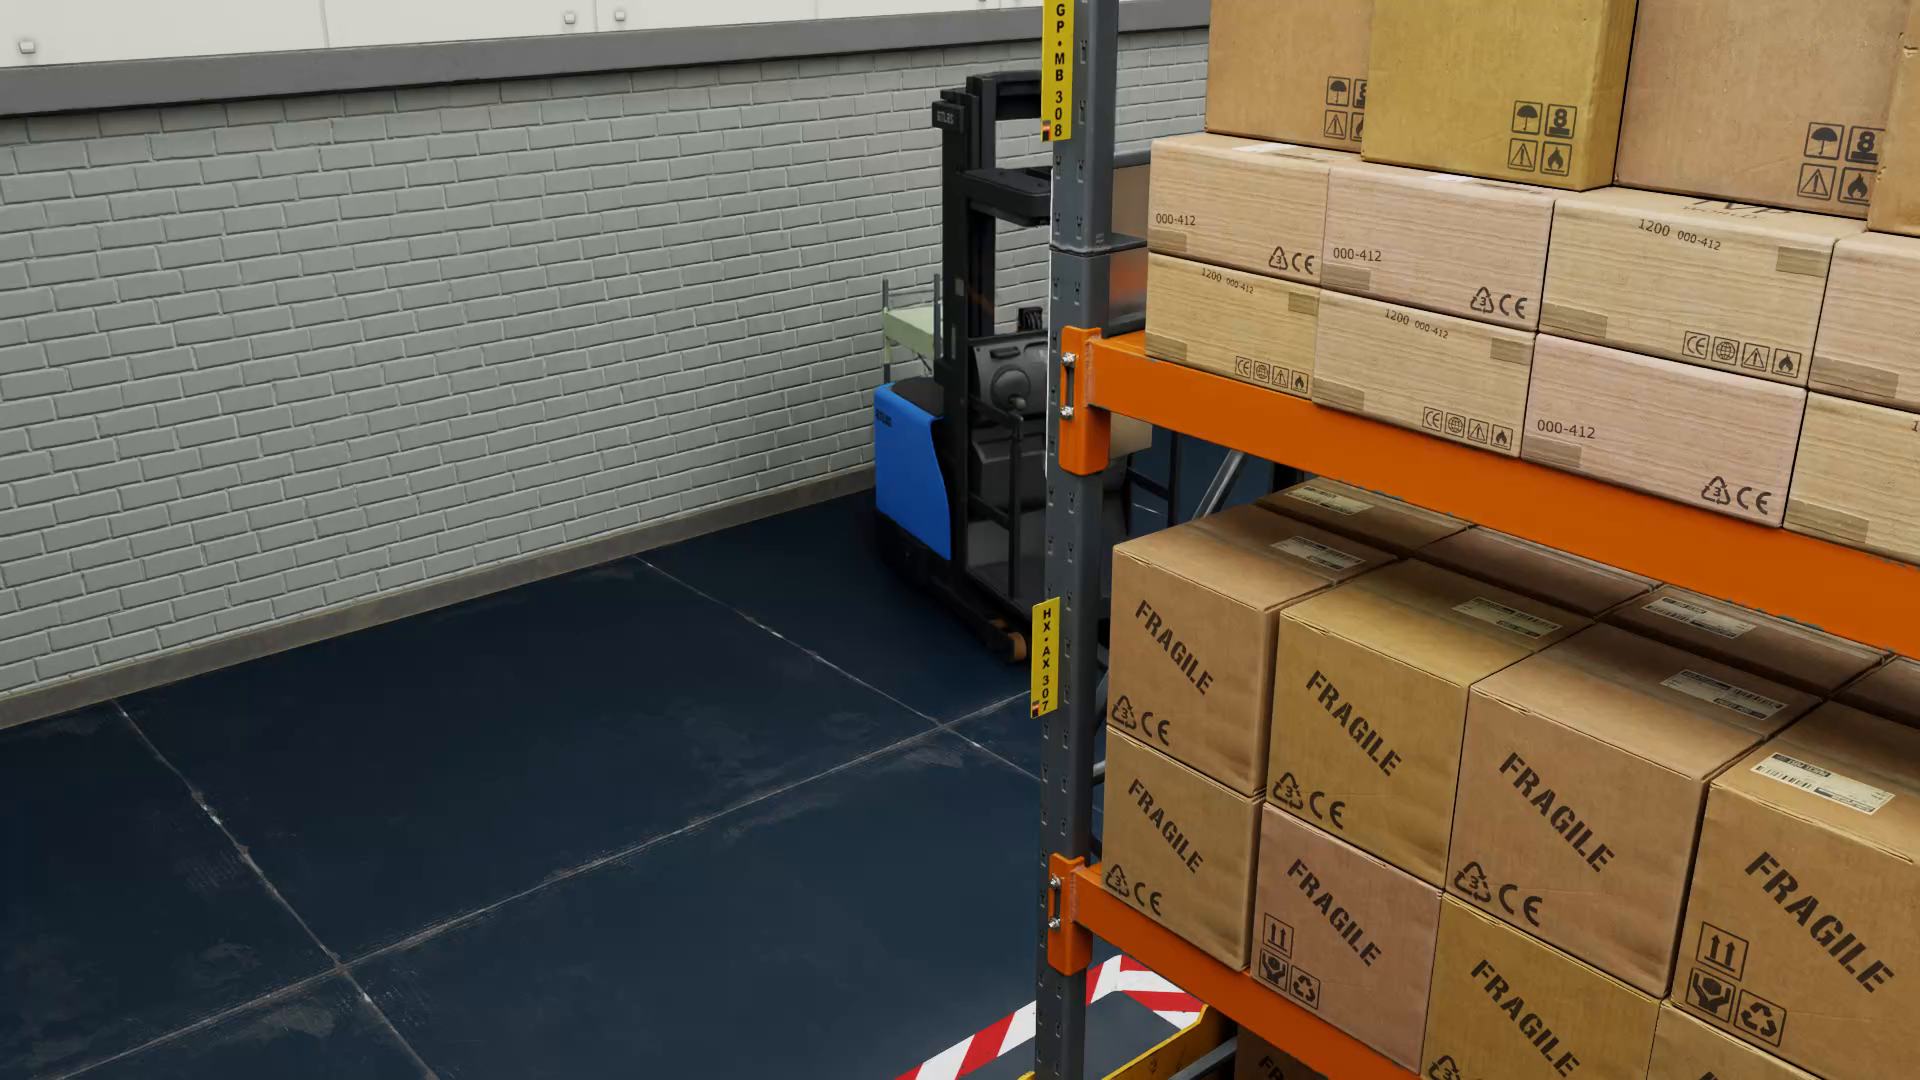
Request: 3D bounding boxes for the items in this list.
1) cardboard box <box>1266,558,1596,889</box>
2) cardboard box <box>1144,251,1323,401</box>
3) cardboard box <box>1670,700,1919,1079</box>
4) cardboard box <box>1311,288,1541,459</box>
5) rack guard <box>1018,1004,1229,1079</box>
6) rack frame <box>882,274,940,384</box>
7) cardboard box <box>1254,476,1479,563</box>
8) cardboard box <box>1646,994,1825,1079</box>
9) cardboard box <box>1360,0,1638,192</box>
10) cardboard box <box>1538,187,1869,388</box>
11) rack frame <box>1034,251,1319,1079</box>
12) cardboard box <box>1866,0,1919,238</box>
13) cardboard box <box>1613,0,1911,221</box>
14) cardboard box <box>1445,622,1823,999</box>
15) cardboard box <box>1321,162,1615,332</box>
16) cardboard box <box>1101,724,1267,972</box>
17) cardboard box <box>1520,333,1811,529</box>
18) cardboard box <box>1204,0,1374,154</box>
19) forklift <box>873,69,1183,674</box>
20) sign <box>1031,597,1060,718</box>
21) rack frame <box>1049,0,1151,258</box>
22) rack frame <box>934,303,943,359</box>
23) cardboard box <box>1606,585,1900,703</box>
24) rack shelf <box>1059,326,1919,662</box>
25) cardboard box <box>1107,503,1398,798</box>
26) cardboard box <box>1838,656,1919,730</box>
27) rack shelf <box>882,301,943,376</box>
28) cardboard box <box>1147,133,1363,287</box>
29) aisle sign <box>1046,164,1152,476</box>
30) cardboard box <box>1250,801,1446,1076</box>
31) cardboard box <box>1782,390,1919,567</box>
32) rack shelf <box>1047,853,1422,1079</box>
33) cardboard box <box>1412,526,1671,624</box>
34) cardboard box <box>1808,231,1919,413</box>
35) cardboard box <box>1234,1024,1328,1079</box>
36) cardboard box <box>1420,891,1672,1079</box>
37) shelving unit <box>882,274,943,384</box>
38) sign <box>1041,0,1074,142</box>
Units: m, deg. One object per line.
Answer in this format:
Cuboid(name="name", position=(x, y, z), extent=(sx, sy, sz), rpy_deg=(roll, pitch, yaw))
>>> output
Cuboid(name="cardboard box", position=(1.075, 0.401, 3.839), extent=(0.500, 0.500, 0.500), rpy_deg=(-17, 27, -37))
Cuboid(name="cardboard box", position=(0.781, -0.539, 3.840), extent=(0.500, 0.250, 0.500), rpy_deg=(-17, 27, -37))
Cuboid(name="cardboard box", position=(1.730, 0.681, 3.125), extent=(0.500, 0.500, 0.500), rpy_deg=(-18, 28, -38))
Cuboid(name="cardboard box", position=(1.098, -0.398, 3.480), extent=(0.500, 0.250, 0.500), rpy_deg=(-17, 27, -37))
Cuboid(name="rack guard", position=(0.688, 1.770, 5.279), extent=(1.175, 0.500, 0.348), rpy_deg=(-17, 27, -37))
Cuboid(name="rack frame", position=(-0.313, -0.991, 10.957), extent=(0.400, 1.500, 0.023), rpy_deg=(-11, 24, -25))
Cuboid(name="cardboard box", position=(1.137, 0.131, 4.530), extent=(0.500, 0.500, 0.500), rpy_deg=(-18, 28, -38))
Cuboid(name="cardboard box", position=(1.720, 1.143, 3.315), extent=(0.500, 0.500, 0.500), rpy_deg=(-17, 27, -37))
Cuboid(name="cardboard box", position=(1.248, -1.027, 3.373), extent=(0.700, 0.500, 0.500), rpy_deg=(-17, 27, -37))
Cuboid(name="cardboard box", position=(1.429, -0.494, 3.040), extent=(0.500, 0.250, 0.500), rpy_deg=(-17, 27, -37))
Cuboid(name="rack frame", position=(0.638, 0.585, 4.877), extent=(1.000, 3.000, 0.127), rpy_deg=(-17, 27, -37))
Cuboid(name="cardboard box", position=(1.912, -0.754, 2.676), extent=(0.700, 0.500, 0.500), rpy_deg=(-17, 27, -37))
Cuboid(name="cardboard box", position=(1.656, -0.915, 3.085), extent=(0.700, 0.500, 0.500), rpy_deg=(-17, 27, -37))
Cuboid(name="cardboard box", position=(1.398, 0.540, 3.483), extent=(0.500, 0.500, 0.500), rpy_deg=(-17, 27, -37))
Cuboid(name="cardboard box", position=(1.098, -0.631, 3.389), extent=(0.500, 0.250, 0.500), rpy_deg=(-17, 27, -37))
Cuboid(name="cardboard box", position=(0.728, 0.724, 4.386), extent=(0.500, 0.500, 0.500), rpy_deg=(-17, 27, -36))
Cuboid(name="cardboard box", position=(1.425, -0.260, 3.128), extent=(0.500, 0.250, 0.500), rpy_deg=(-17, 27, -37))
Cuboid(name="cardboard box", position=(0.986, -1.186, 3.777), extent=(0.700, 0.500, 0.500), rpy_deg=(-17, 27, -37))
Cuboid(name="forklift", position=(0.598, -0.897, 8.756), extent=(1.130, 2.935, 3.031), rpy_deg=(-11, 24, -25))
Cuboid(name="sign", position=(0.227, 0.311, 4.389), extent=(0.100, 0.325, 0.005), rpy_deg=(-17, 27, -37))
Cuboid(name="rack frame", position=(0.638, -2.208, 3.783), extent=(1.000, 3.000, 0.127), rpy_deg=(-17, 27, -37))
Cuboid(name="rack frame", position=(0.025, -0.754, 10.353), extent=(0.400, 1.500, 0.023), rpy_deg=(-11, 24, -25))
Cuboid(name="cardboard box", position=(1.810, 0.412, 3.811), extent=(0.500, 0.500, 0.500), rpy_deg=(-17, 27, -36))
Cuboid(name="rack shelf", position=(1.944, 0.076, 3.050), extent=(1.077, 0.370, 4.000), rpy_deg=(-17, 27, -37))
Cuboid(name="cardboard box", position=(0.728, 0.258, 4.203), extent=(0.500, 0.500, 0.500), rpy_deg=(-16, 27, -36))
Cuboid(name="cardboard box", position=(2.145, 0.554, 3.449), extent=(0.500, 0.500, 0.500), rpy_deg=(-16, 27, -36))
Cuboid(name="rack shelf", position=(-0.144, -1.236, 10.512), extent=(0.431, 0.370, 0.720), rpy_deg=(-11, 24, -25))
Cuboid(name="cardboard box", position=(0.777, -0.771, 3.746), extent=(0.500, 0.250, 0.500), rpy_deg=(-17, 27, -37))
Cuboid(name="aisle sign", position=(0.371, -0.574, 4.273), extent=(0.394, 0.787, 0.004), rpy_deg=(-17, 27, -37))
Cuboid(name="cardboard box", position=(1.069, 0.865, 4.025), extent=(0.500, 0.500, 0.500), rpy_deg=(-18, 28, -38))
Cuboid(name="cardboard box", position=(1.757, -0.124, 2.779), extent=(0.500, 0.250, 0.500), rpy_deg=(-17, 27, -37))
Cuboid(name="rack shelf", position=(1.944, 1.473, 3.597), extent=(1.077, 0.370, 4.000), rpy_deg=(-17, 27, -37))
Cuboid(name="cardboard box", position=(1.468, 0.270, 4.174), extent=(0.500, 0.500, 0.500), rpy_deg=(-17, 27, -36))
Cuboid(name="cardboard box", position=(1.752, -0.355, 2.685), extent=(0.500, 0.250, 0.500), rpy_deg=(-17, 27, -37))
Cuboid(name="cardboard box", position=(1.180, 1.636, 5.019), extent=(0.500, 0.500, 0.500), rpy_deg=(-17, 27, -37))
Cuboid(name="cardboard box", position=(1.395, 1.005, 3.669), extent=(0.500, 0.500, 0.500), rpy_deg=(-18, 27, -38))
Cuboid(name="shelving unit", position=(-0.144, -0.872, 10.655), extent=(0.431, 1.500, 0.755), rpy_deg=(-11, 24, -25))
Cuboid(name="sign", position=(0.227, -1.089, 3.841), extent=(0.100, 0.325, 0.005), rpy_deg=(-17, 27, -37))
